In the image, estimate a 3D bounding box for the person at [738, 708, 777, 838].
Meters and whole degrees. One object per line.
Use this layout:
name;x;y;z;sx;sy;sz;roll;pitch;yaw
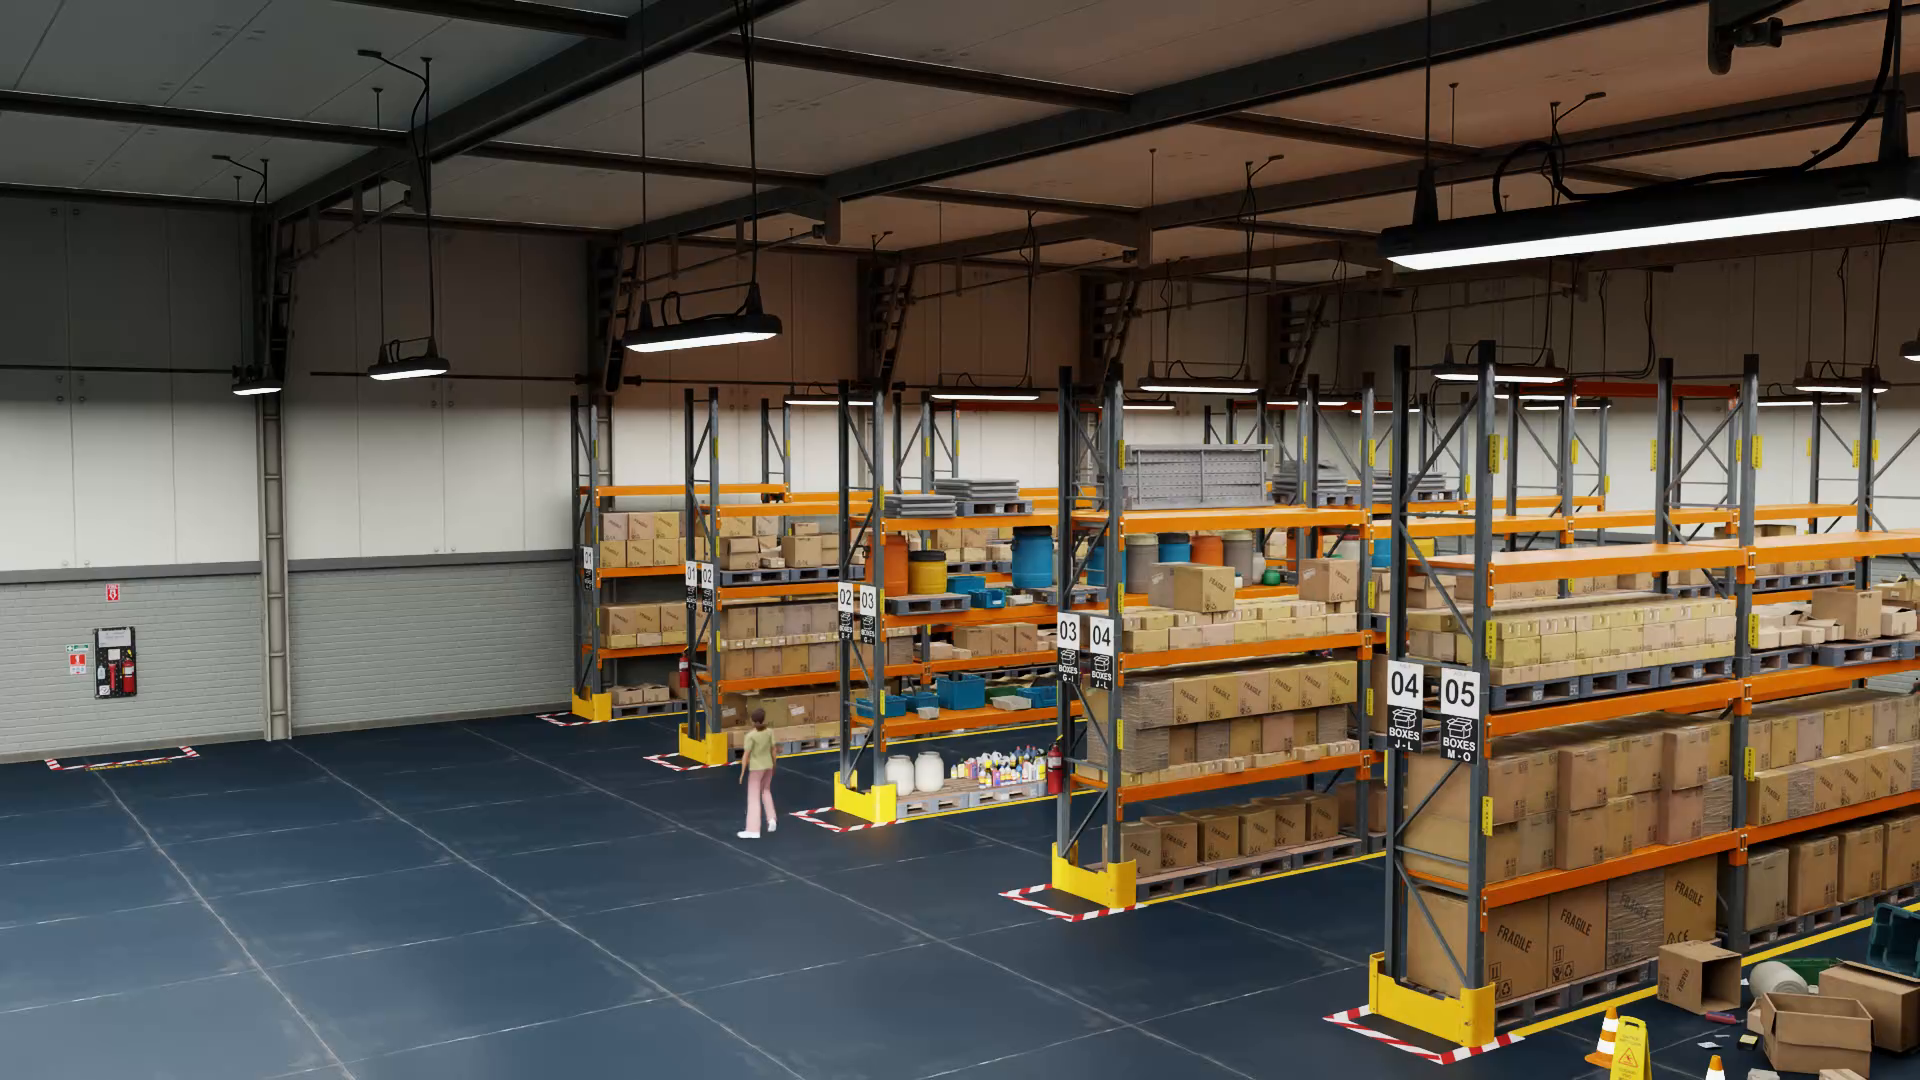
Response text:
person;-2.621;3.013;21.662;0.374;1.670;0.576;3;4;36

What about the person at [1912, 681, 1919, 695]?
person;14.146;2.883;24.701;0.497;1.621;0.439;-3;4;-37
